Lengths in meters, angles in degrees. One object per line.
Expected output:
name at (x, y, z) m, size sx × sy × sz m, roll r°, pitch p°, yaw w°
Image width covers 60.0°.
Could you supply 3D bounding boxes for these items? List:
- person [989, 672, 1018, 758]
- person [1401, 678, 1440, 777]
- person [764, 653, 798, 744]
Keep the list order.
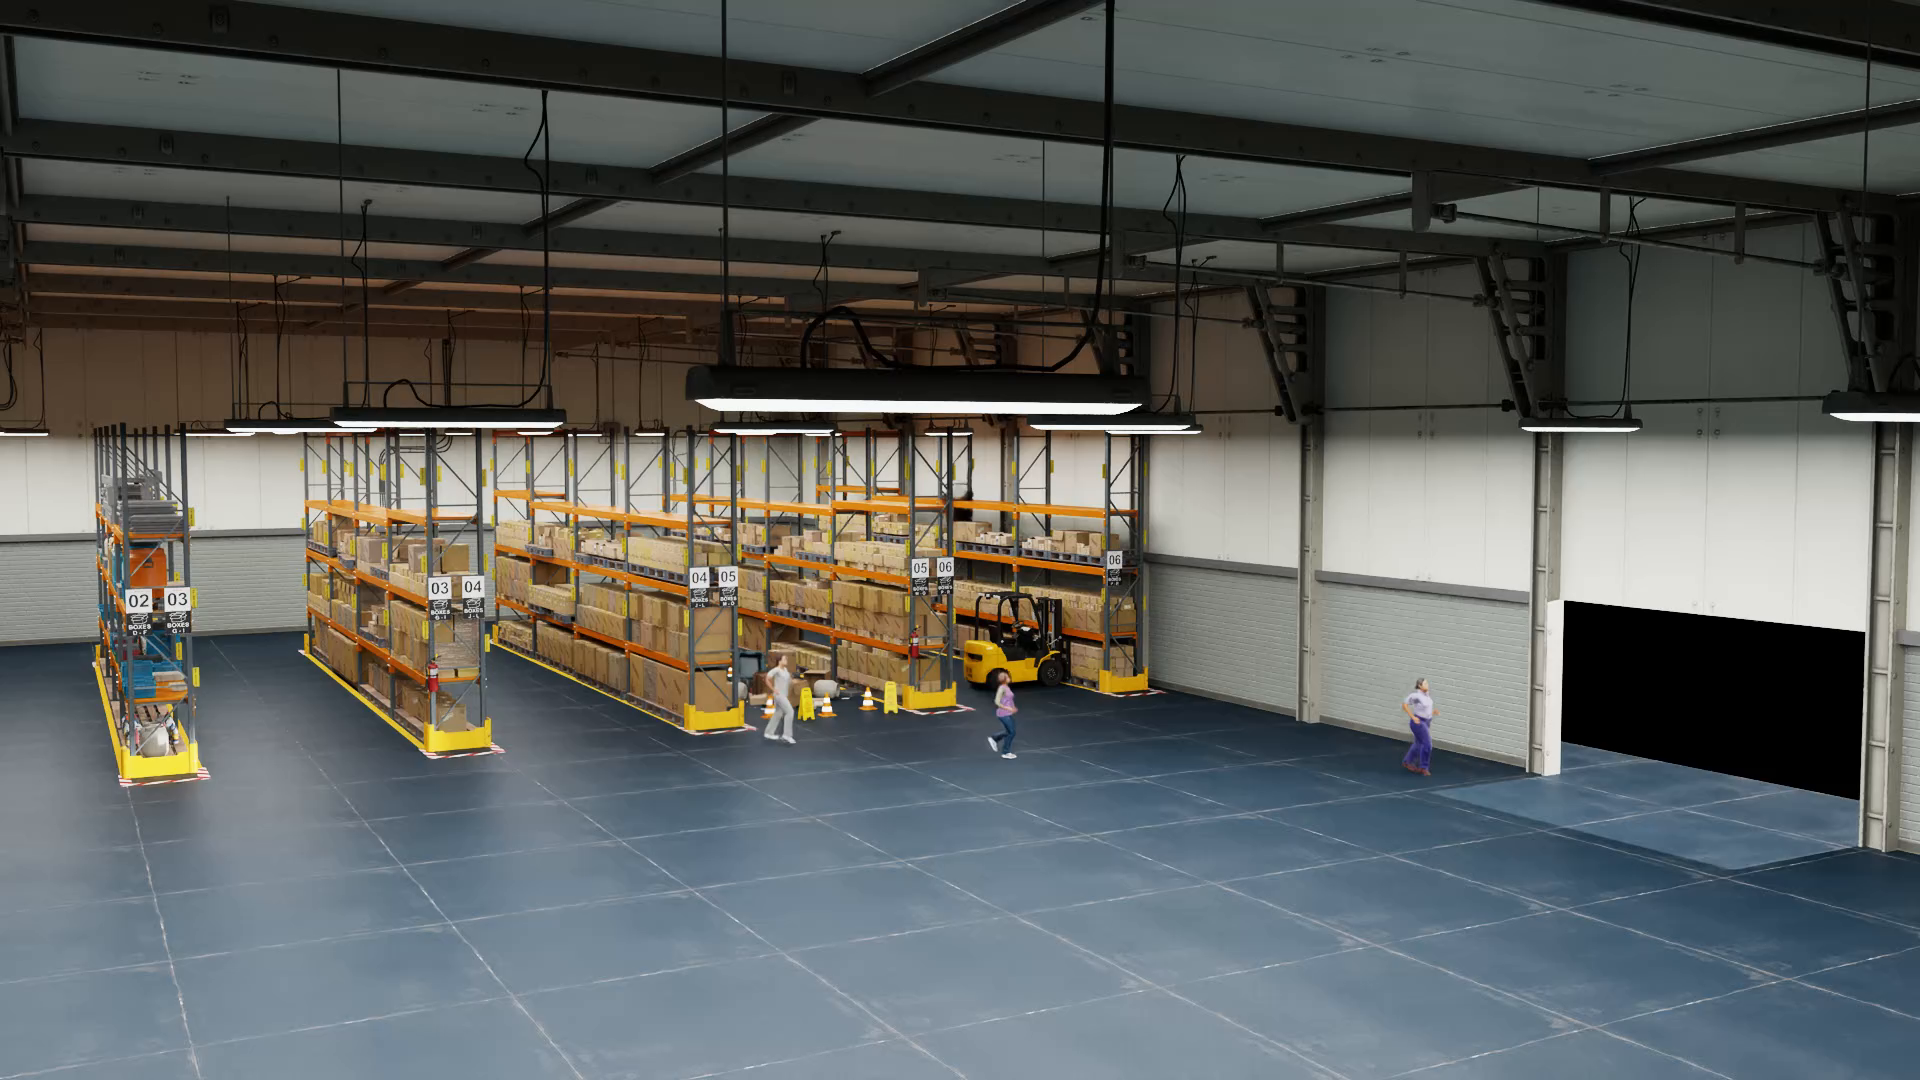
person at (0.769, 3.139, 29.842) m, size 0.566 × 1.547 × 0.534 m, roll 1°, pitch 4°, yaw 17°
person at (7.859, 3.204, 28.383) m, size 0.665 × 1.719 × 0.590 m, roll 3°, pitch 4°, yaw 37°
person at (-3.382, 2.988, 31.337) m, size 0.708 × 1.716 × 0.559 m, roll 1°, pitch 4°, yaw 12°
